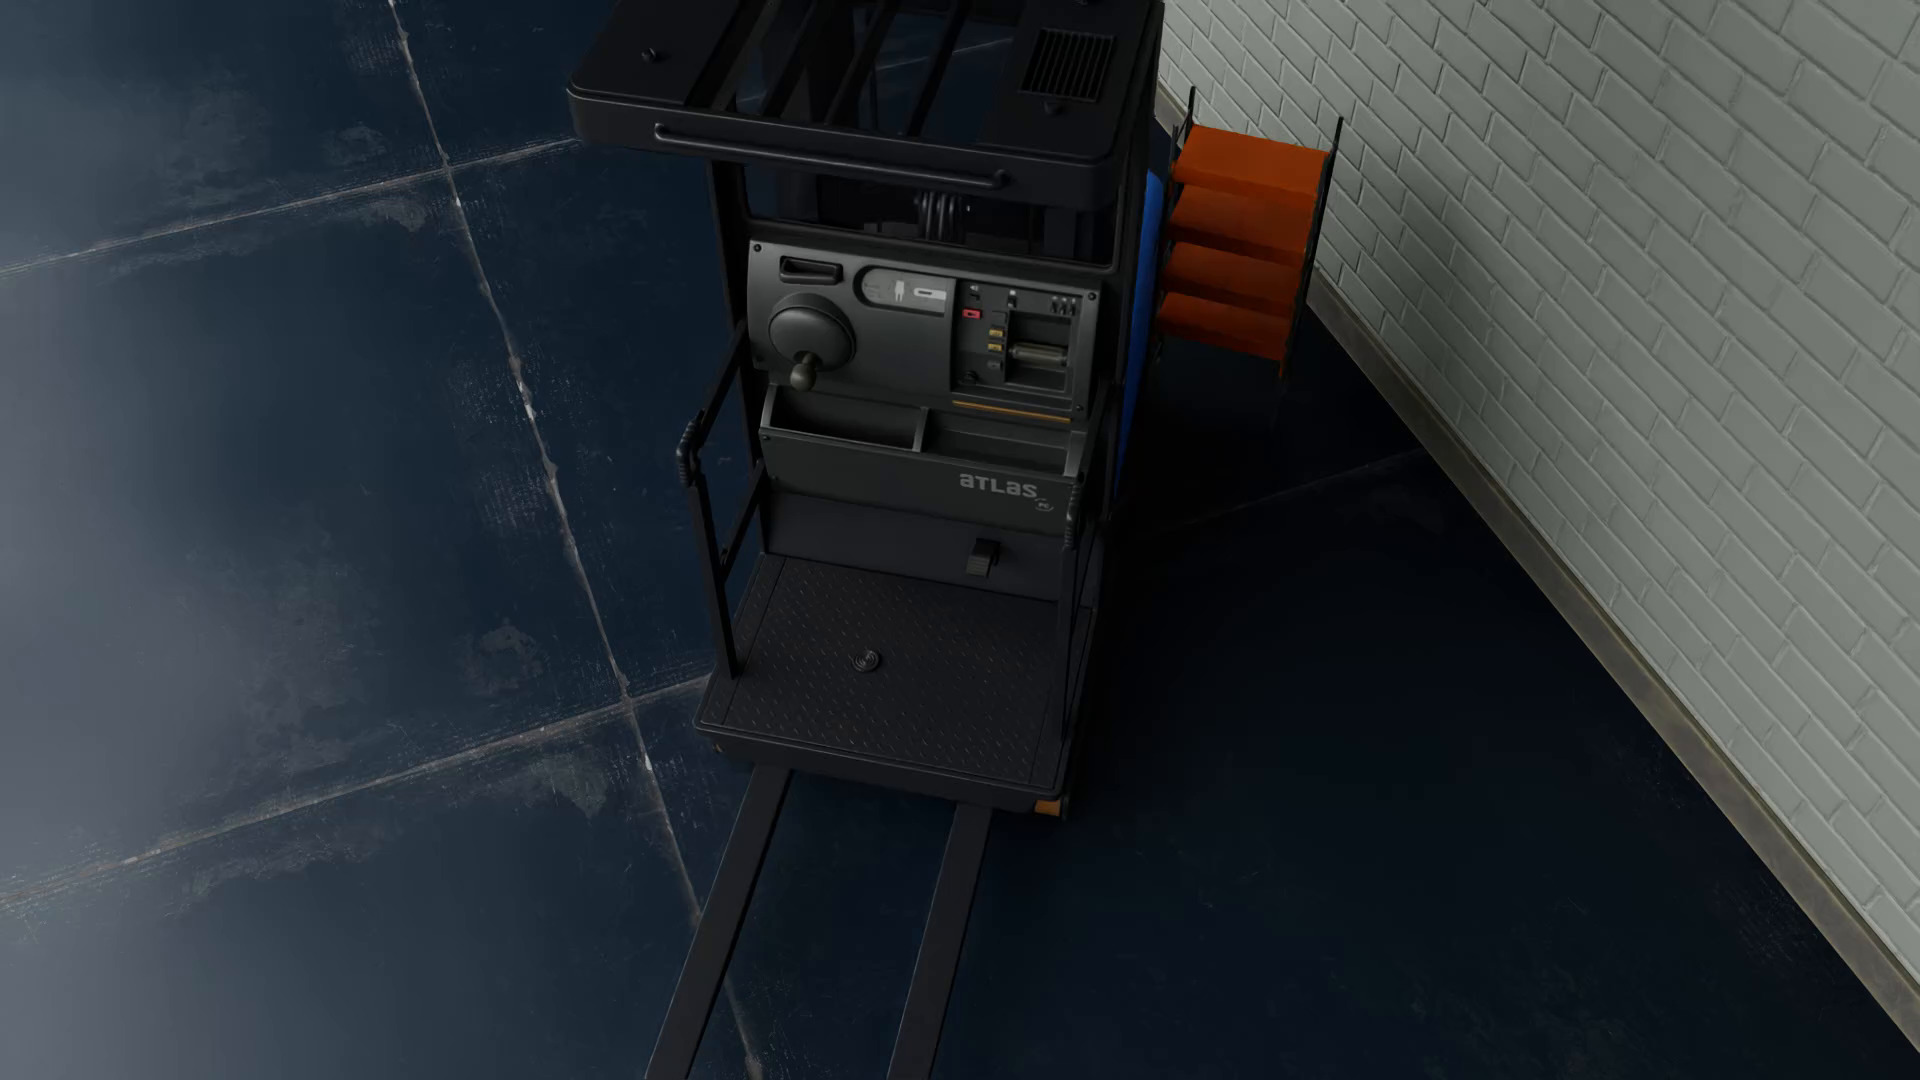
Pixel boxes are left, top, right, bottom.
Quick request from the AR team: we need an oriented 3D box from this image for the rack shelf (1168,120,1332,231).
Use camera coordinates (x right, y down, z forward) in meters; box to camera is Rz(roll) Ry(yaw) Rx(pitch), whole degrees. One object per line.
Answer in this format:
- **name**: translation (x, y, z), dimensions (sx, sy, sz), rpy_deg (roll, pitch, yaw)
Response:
- **rack shelf**: translation (0.955, -1.202, 5.473), dimensions (0.480, 0.148, 0.258), rpy_deg (15, 51, 13)

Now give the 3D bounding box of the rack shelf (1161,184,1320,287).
- **rack shelf**: translation (0.955, -1.048, 5.652), dimensions (0.480, 0.148, 0.258), rpy_deg (15, 51, 13)

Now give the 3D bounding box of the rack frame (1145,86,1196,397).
- **rack frame**: translation (0.725, -1.009, 5.825), dimensions (0.015, 1.200, 0.240), rpy_deg (15, 51, 13)

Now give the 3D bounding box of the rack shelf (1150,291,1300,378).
- **rack shelf**: translation (0.954, -0.772, 5.972), dimensions (0.480, 0.148, 0.258), rpy_deg (15, 51, 13)

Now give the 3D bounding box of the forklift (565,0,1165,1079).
- **forklift**: translation (-0.147, -0.444, 4.199), dimensions (1.130, 2.935, 3.031), rpy_deg (10, 50, 8)

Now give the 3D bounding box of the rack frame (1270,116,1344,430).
- **rack frame**: translation (1.184, -0.882, 5.717), dimensions (0.015, 1.200, 0.240), rpy_deg (15, 51, 13)

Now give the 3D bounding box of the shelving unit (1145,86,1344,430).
- **shelving unit**: translation (0.955, -0.946, 5.771), dimensions (0.503, 1.200, 0.258), rpy_deg (15, 51, 13)

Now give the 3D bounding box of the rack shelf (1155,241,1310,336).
- **rack shelf**: translation (0.954, -0.902, 5.822), dimensions (0.480, 0.148, 0.258), rpy_deg (15, 51, 13)
